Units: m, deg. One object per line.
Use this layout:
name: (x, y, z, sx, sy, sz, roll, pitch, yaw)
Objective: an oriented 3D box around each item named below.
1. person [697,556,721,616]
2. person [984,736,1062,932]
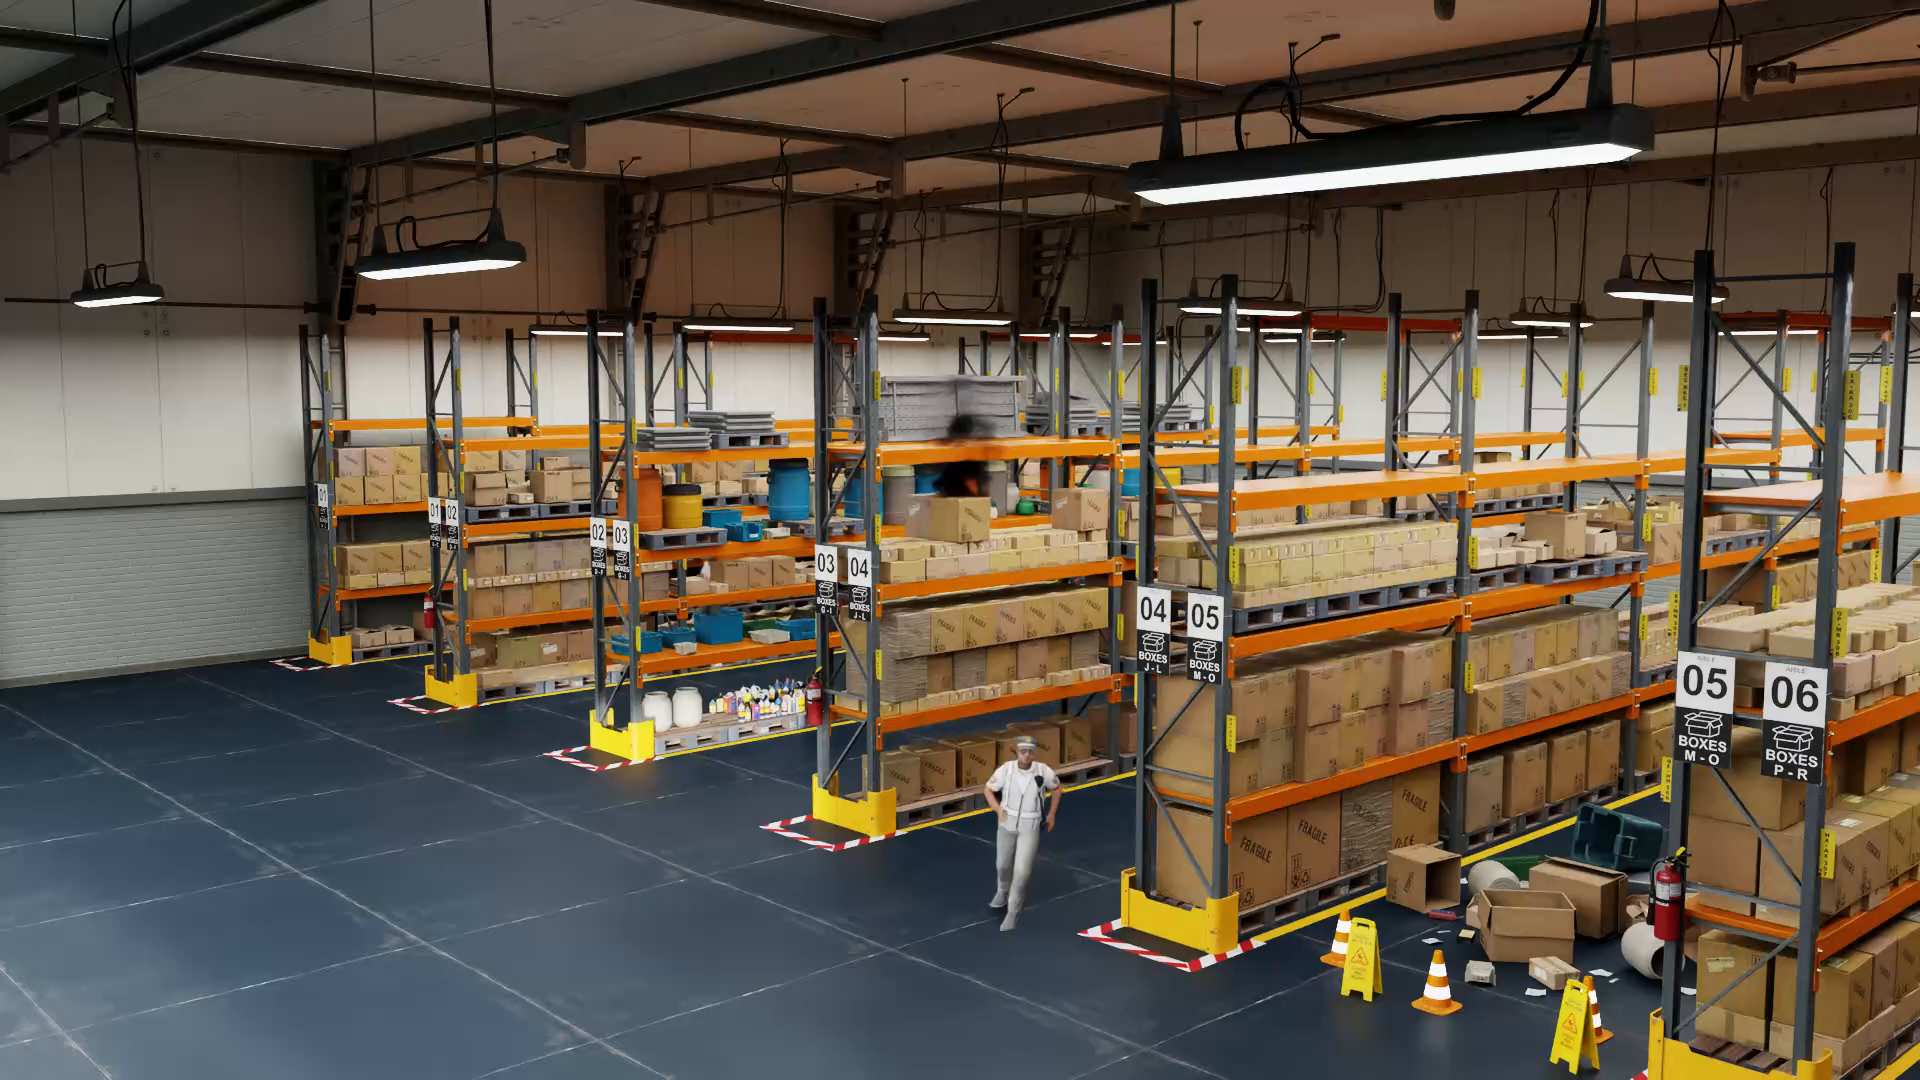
person: (-4.796, 1.046, 32.088, 0.675, 1.831, 0.781, 4, 7, 31)
person: (0.579, 2.721, 15.688, 0.711, 1.819, 0.796, 1, 6, 11)
